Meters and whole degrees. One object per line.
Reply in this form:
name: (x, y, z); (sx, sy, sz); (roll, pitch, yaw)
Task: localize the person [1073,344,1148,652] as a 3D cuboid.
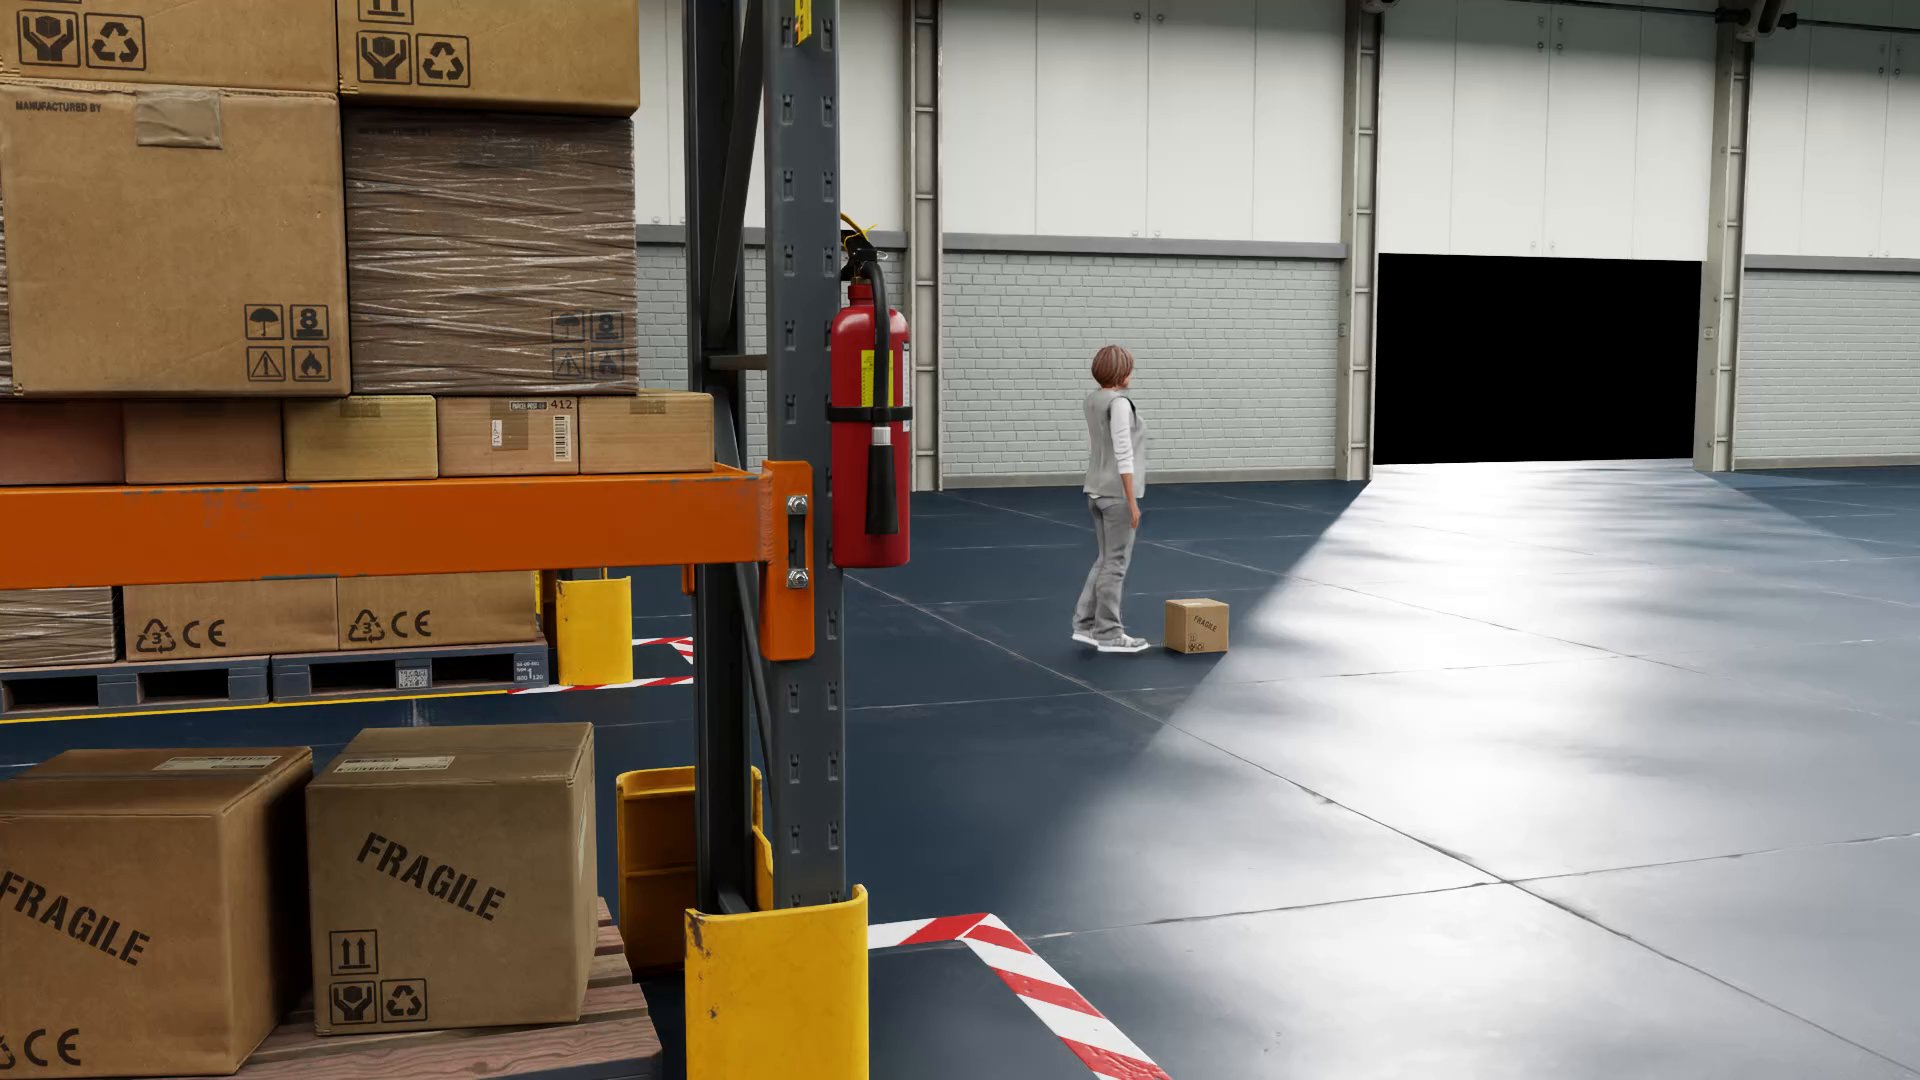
person: (0.793, -0.208, 8.635); (0.352, 1.603, 0.452); (-2, 6, -18)
